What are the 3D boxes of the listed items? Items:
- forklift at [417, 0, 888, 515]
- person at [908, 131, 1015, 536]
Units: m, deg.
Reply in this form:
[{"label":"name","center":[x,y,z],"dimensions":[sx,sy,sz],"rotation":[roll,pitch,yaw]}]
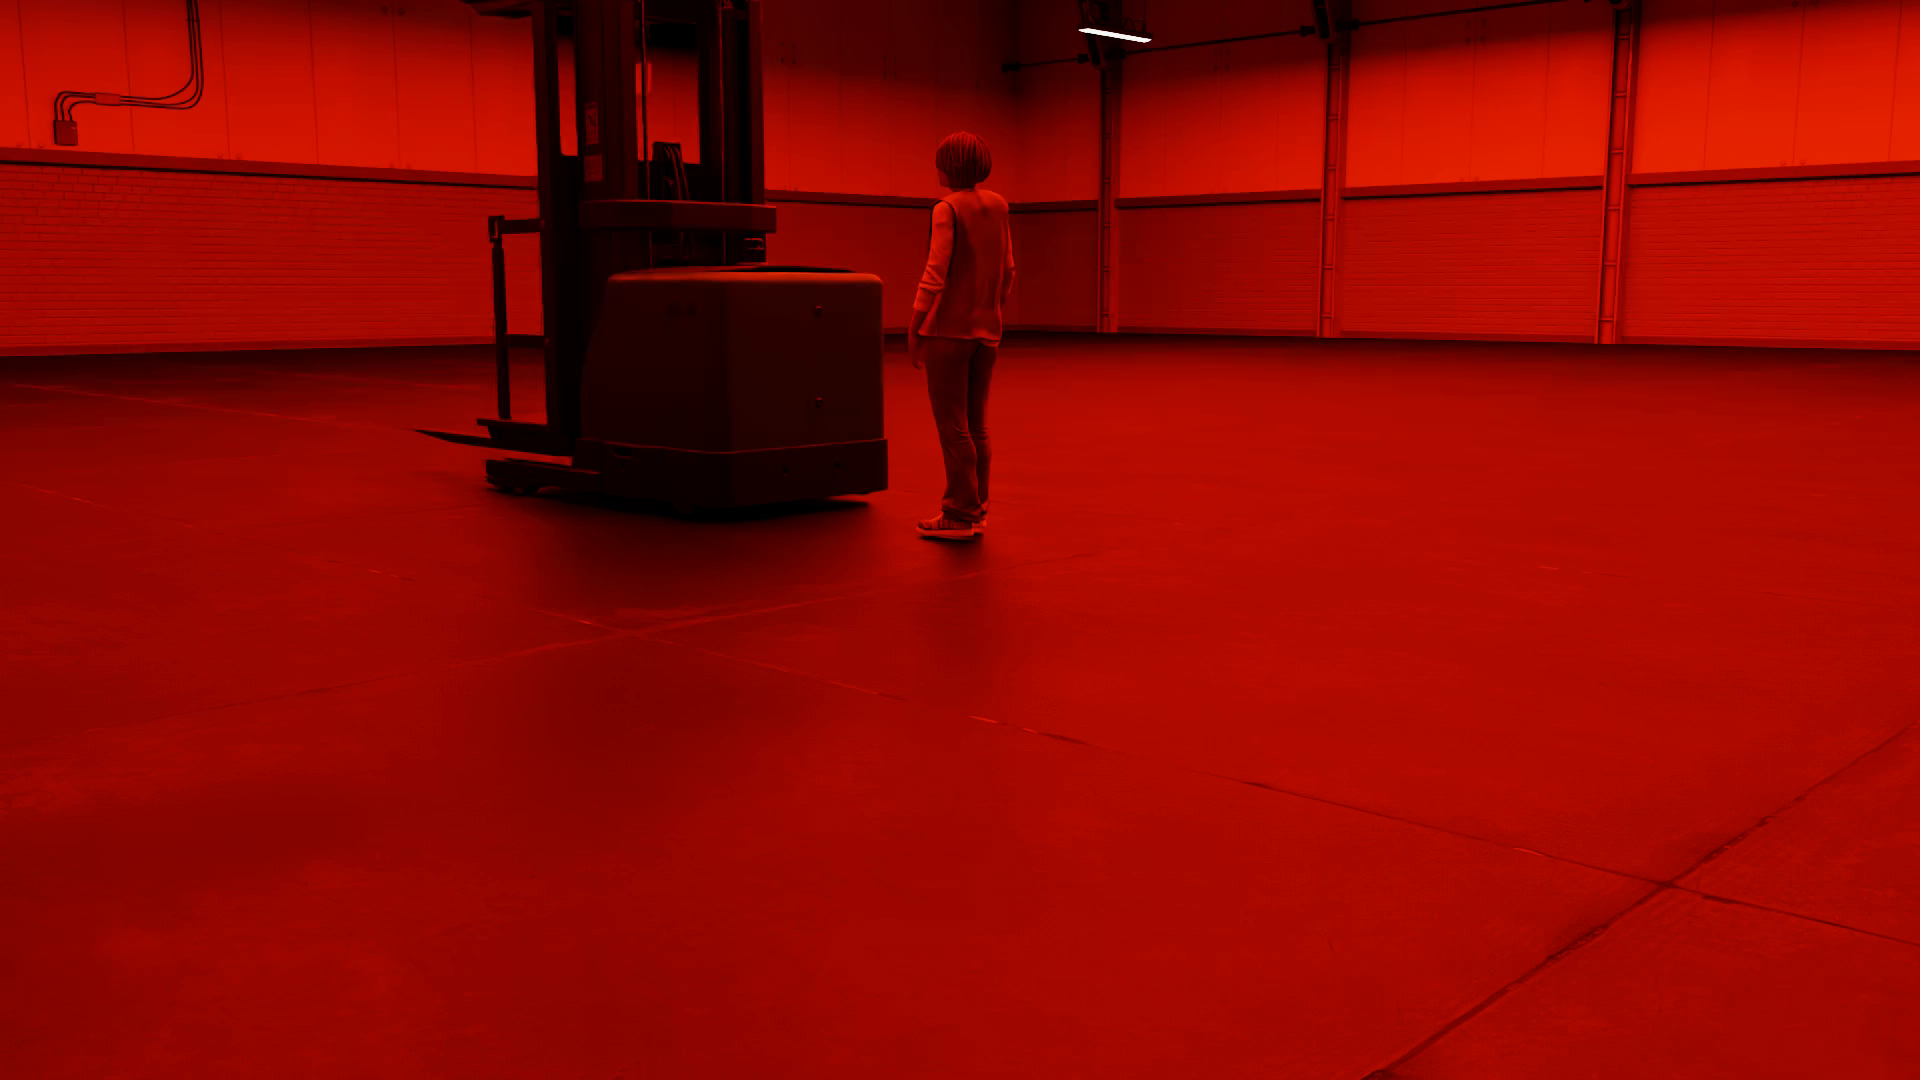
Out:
[{"label":"forklift","center":[-1.738,-1.722,8.309],"dimensions":[3.031,2.935,1.130],"rotation":[8,12,44]},{"label":"person","center":[-0.044,-0.806,6.658],"dimensions":[0.473,1.599,0.521],"rotation":[8,12,43]}]
